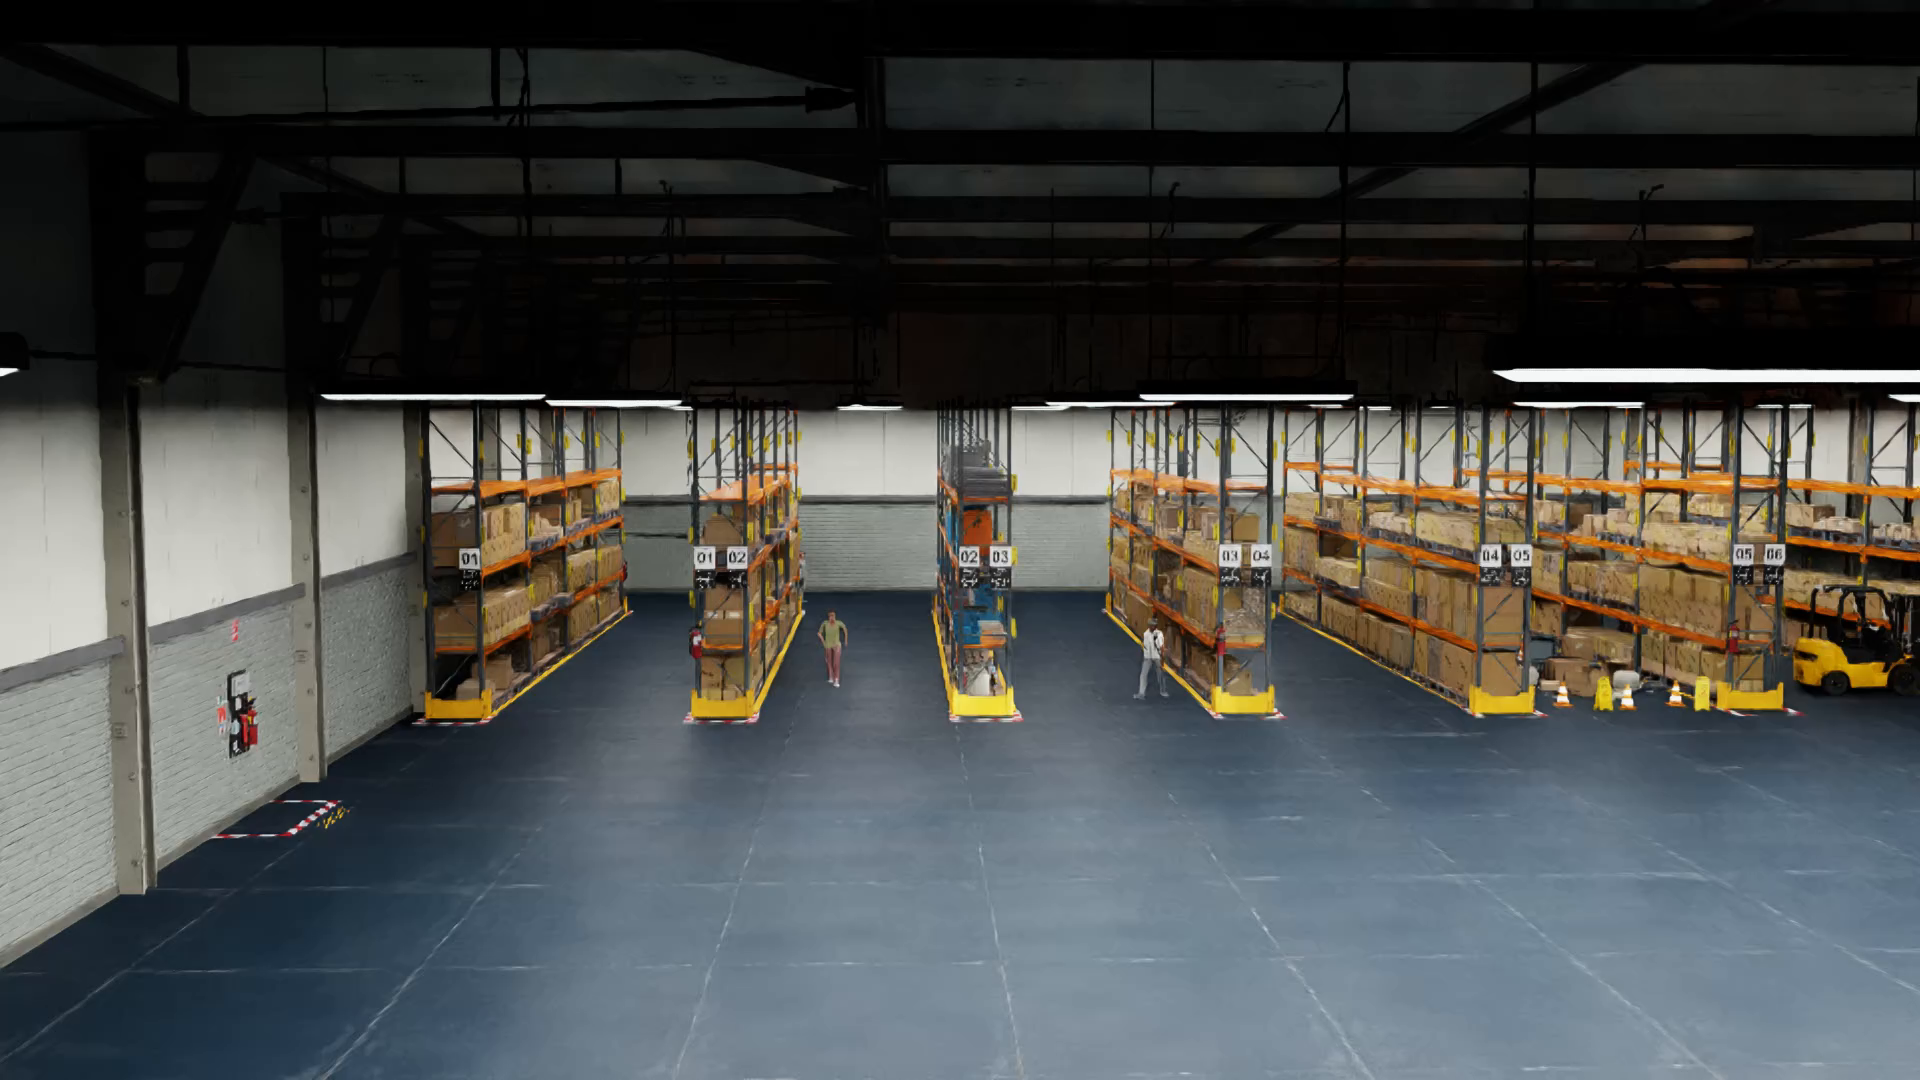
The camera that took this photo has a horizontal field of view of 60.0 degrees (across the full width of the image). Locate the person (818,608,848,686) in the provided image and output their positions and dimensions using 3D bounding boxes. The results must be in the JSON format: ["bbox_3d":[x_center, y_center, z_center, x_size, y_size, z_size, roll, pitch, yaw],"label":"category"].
[{"bbox_3d":[-2.679,2.223,34.934,0.603,1.600,0.799,0,4,3],"label":"person"}]

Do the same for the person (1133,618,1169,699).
[{"bbox_3d":[3.833,2.347,33.126,0.499,1.622,0.914,2,5,27],"label":"person"}]

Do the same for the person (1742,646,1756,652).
[{"bbox_3d":[16.776,2.105,35.505,0.571,1.724,0.655,3,5,30],"label":"person"}]

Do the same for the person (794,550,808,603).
[{"bbox_3d":[-4.846,1.104,49.586,0.422,1.594,0.586,3,5,34],"label":"person"}]

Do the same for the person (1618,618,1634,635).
[{"bbox_3d":[16.533,1.673,41.114,0.450,1.727,0.584,-3,5,-33],"label":"person"}]
